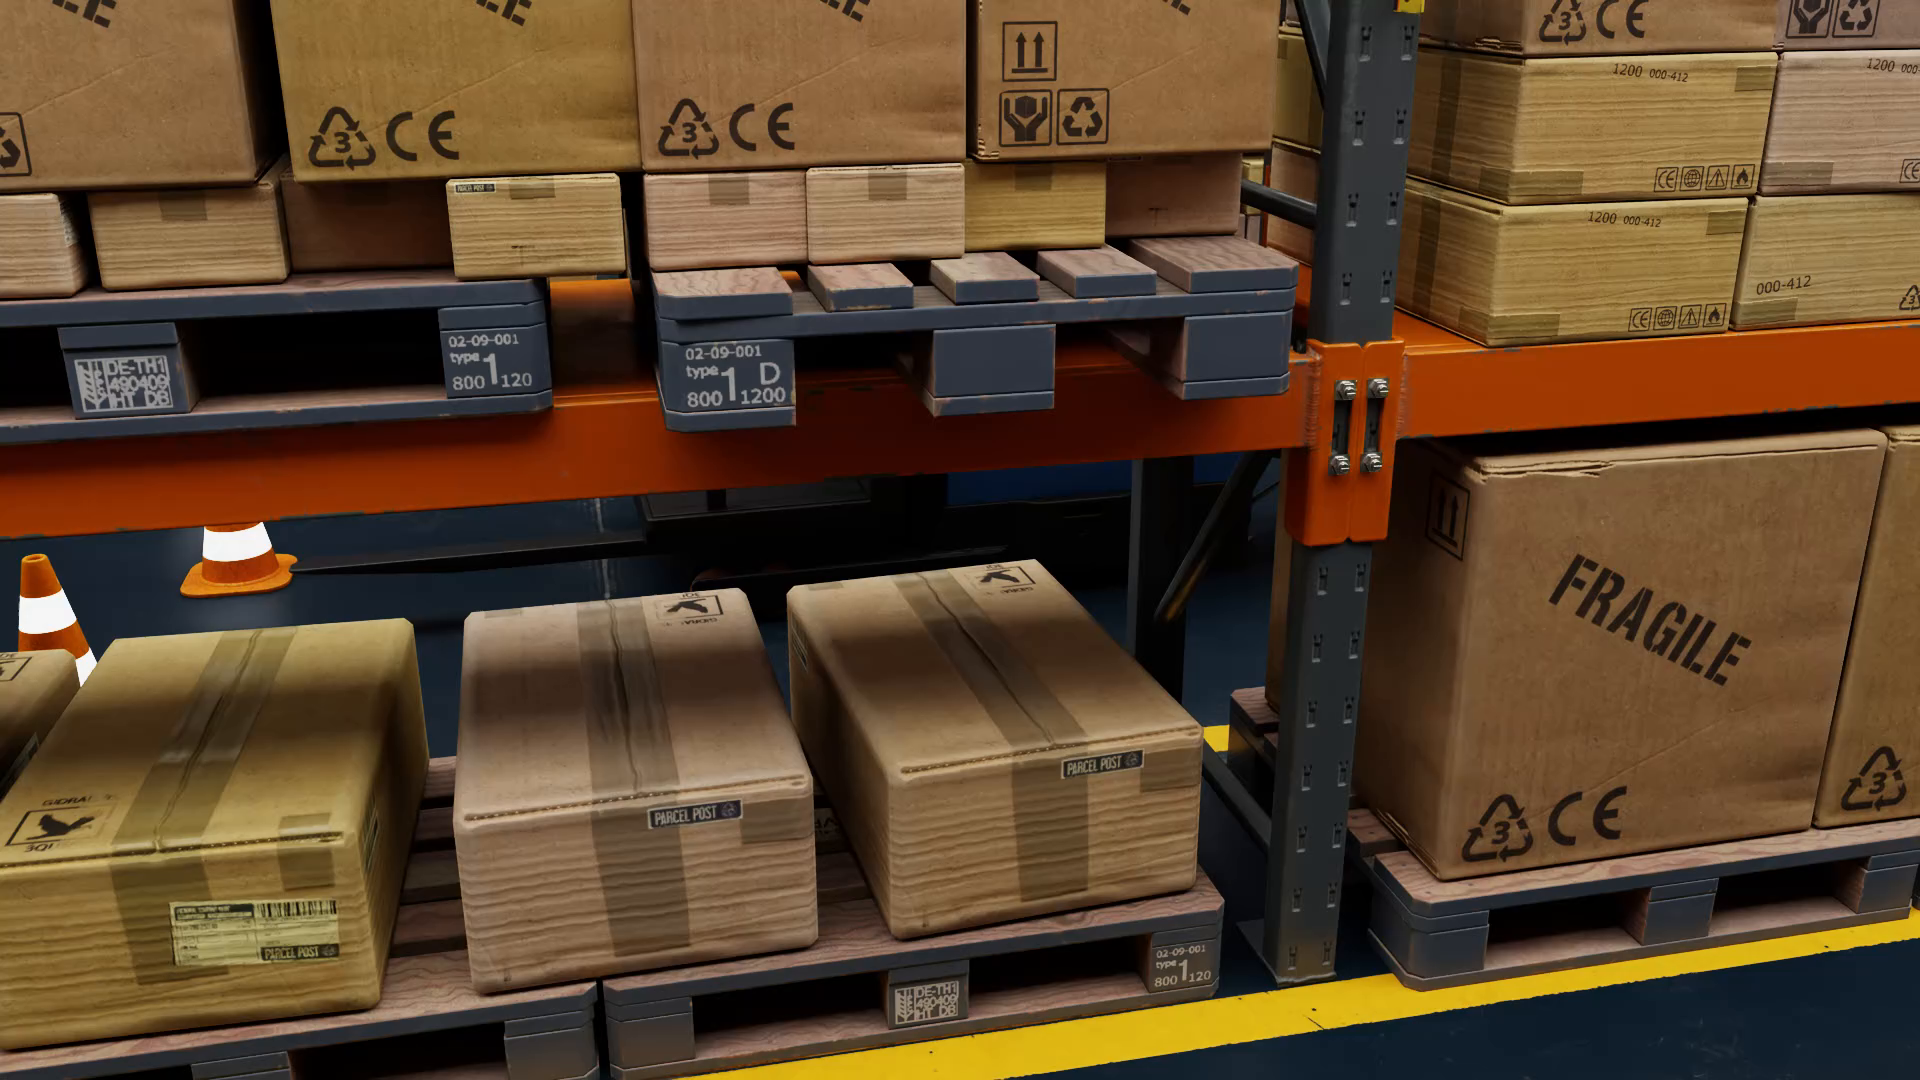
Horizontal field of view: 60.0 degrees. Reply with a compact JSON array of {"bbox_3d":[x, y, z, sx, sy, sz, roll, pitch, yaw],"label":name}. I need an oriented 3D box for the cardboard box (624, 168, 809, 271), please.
[{"bbox_3d":[-0.405,-0.554,2.721,0.250,0.149,0.380,-6,21,-15],"label":"cardboard box"}]

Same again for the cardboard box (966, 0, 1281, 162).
[{"bbox_3d":[0.208,-0.932,2.809,0.500,0.500,0.500,-5,21,-14],"label":"cardboard box"}]

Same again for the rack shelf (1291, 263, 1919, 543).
[{"bbox_3d":[2.533,-0.498,3.858,4.000,0.370,1.077,-5,21,-12],"label":"rack shelf"}]

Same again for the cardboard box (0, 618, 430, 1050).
[{"bbox_3d":[-1.421,0.520,3.243,0.625,0.372,0.950,-4,20,-11],"label":"cardboard box"}]

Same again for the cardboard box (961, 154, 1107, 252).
[{"bbox_3d":[0.077,-0.606,2.863,0.250,0.149,0.380,-4,21,-12],"label":"cardboard box"}]

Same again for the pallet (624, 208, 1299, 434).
[{"bbox_3d":[-0.083,-0.495,3.084,1.003,0.211,1.213,-5,21,-12],"label":"pallet"}]

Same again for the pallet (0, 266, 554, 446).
[{"bbox_3d":[-1.331,-0.417,2.870,1.213,0.211,1.003,-5,21,-12],"label":"pallet"}]

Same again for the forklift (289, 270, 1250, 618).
[{"bbox_3d":[-0.608,-1.320,5.157,3.031,2.935,1.130,-5,21,-14],"label":"forklift"}]

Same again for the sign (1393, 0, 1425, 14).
[{"bbox_3d":[0.720,-1.003,2.623,0.005,0.325,0.100,-5,21,-12],"label":"sign"}]

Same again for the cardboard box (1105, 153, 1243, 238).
[{"bbox_3d":[0.321,-0.652,2.987,0.250,0.149,0.380,-4,20,-10],"label":"cardboard box"}]

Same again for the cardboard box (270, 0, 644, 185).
[{"bbox_3d":[-0.784,-0.847,2.577,0.500,0.500,0.500,-6,21,-16],"label":"cardboard box"}]

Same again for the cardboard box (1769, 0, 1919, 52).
[{"bbox_3d":[1.603,-1.193,3.112,0.500,0.500,0.500,-5,21,-12],"label":"cardboard box"}]

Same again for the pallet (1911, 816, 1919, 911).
[{"bbox_3d":[2.556,0.500,4.143,1.213,0.211,1.003,-5,21,-12],"label":"pallet"}]

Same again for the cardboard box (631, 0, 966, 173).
[{"bbox_3d":[-0.293,-0.887,2.687,0.500,0.500,0.500,-5,21,-13],"label":"cardboard box"}]

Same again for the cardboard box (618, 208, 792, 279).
[{"bbox_3d":[-1.264,-1.449,8.069,0.750,0.750,1.050,-5,21,-13],"label":"cardboard box"}]

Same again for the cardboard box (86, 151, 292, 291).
[{"bbox_3d":[-1.168,-0.502,2.580,0.250,0.149,0.380,-5,21,-14],"label":"cardboard box"}]

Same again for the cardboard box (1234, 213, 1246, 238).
[{"bbox_3d":[1.083,-1.403,8.308,0.500,0.500,0.500,-5,21,-14],"label":"cardboard box"}]

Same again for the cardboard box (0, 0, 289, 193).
[{"bbox_3d":[-1.315,-0.804,2.460,0.500,0.500,0.500,-6,21,-15],"label":"cardboard box"}]

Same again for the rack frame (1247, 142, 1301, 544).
[{"bbox_3d":[1.084,-1.023,5.555,0.015,2.100,0.400,13,24,31],"label":"rack frame"}]

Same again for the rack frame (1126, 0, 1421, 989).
[{"bbox_3d":[0.586,-0.677,3.302,0.127,3.000,1.000,-5,21,-12],"label":"rack frame"}]

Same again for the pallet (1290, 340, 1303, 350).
[{"bbox_3d":[1.295,-1.173,8.711,1.213,0.211,1.003,-5,21,-12],"label":"pallet"}]

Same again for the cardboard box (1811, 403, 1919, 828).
[{"bbox_3d":[2.147,0.027,3.857,0.875,0.875,0.875,-4,21,-12],"label":"cardboard box"}]

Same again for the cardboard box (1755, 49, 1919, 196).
[{"bbox_3d":[1.639,-0.839,3.236,0.500,0.250,0.500,-4,21,-11],"label":"cardboard box"}]

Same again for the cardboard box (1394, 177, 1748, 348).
[{"bbox_3d":[1.120,-0.561,3.204,0.500,0.250,0.500,-5,21,-13],"label":"cardboard box"}]

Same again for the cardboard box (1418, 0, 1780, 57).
[{"bbox_3d":[1.122,-1.151,2.996,0.500,0.500,0.500,-5,21,-14],"label":"cardboard box"}]

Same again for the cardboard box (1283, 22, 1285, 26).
[{"bbox_3d":[1.374,-2.499,8.030,0.250,0.149,0.380,-5,21,-14],"label":"cardboard box"}]

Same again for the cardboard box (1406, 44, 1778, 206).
[{"bbox_3d":[1.136,-0.799,3.126,0.500,0.250,0.500,-5,21,-13],"label":"cardboard box"}]

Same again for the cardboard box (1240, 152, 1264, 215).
[{"bbox_3d":[1.560,-1.792,8.278,0.500,0.250,0.500,-6,21,-15],"label":"cardboard box"}]

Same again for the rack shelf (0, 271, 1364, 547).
[{"bbox_3d":[-1.360,-0.181,2.994,4.000,0.370,1.077,-5,21,-12],"label":"rack shelf"}]

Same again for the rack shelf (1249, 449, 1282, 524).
[{"bbox_3d":[1.289,-0.307,5.676,0.480,0.518,0.431,13,24,31],"label":"rack shelf"}]

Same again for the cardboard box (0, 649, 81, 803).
[{"bbox_3d":[-2.098,0.576,3.092,0.625,0.372,0.950,-3,20,-9],"label":"cardboard box"}]

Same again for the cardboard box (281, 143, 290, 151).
[{"bbox_3d":[-1.088,-0.680,3.065,0.250,0.149,0.380,-4,20,-10],"label":"cardboard box"}]

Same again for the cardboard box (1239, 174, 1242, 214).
[{"bbox_3d":[1.054,-1.750,8.165,0.500,0.250,0.500,-4,21,-12],"label":"cardboard box"}]

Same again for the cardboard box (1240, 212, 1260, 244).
[{"bbox_3d":[1.580,-1.444,8.418,0.500,0.500,0.500,-5,21,-14],"label":"cardboard box"}]

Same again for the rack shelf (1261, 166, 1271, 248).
[{"bbox_3d":[1.289,-0.965,5.435,0.480,0.518,0.431,13,24,31],"label":"rack shelf"}]

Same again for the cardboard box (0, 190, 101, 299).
[{"bbox_3d":[-1.421,-0.472,2.496,0.250,0.149,0.380,-4,20,-10],"label":"cardboard box"}]

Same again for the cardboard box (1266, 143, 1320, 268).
[{"bbox_3d":[1.019,-0.734,3.674,0.500,0.250,0.500,-5,21,-14],"label":"cardboard box"}]

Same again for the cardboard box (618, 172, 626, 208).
[{"bbox_3d":[-0.605,-0.761,3.285,0.250,0.149,0.380,-5,21,-12],"label":"cardboard box"}]

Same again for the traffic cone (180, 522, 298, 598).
[{"bbox_3d":[-2.370,-0.094,5.398,0.334,0.463,0.336,-5,21,-12],"label":"traffic cone"}]

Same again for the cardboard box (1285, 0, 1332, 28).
[{"bbox_3d":[1.029,-1.322,3.464,0.500,0.500,0.500,-5,21,-14],"label":"cardboard box"}]

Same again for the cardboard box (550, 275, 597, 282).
[{"bbox_3d":[-2.114,-1.378,7.877,0.750,0.750,1.050,-4,21,-12],"label":"cardboard box"}]

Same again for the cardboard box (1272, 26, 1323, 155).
[{"bbox_3d":[0.999,-0.965,3.579,0.500,0.250,0.500,-5,21,-13],"label":"cardboard box"}]

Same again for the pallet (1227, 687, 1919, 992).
[{"bbox_3d":[1.371,0.595,3.883,1.213,0.211,1.003,-5,21,-12],"label":"pallet"}]

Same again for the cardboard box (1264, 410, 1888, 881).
[{"bbox_3d":[1.278,0.097,3.669,0.875,0.875,0.875,-5,21,-13],"label":"cardboard box"}]

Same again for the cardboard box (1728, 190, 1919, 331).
[{"bbox_3d":[1.616,-0.608,3.331,0.500,0.250,0.500,-5,21,-14],"label":"cardboard box"}]

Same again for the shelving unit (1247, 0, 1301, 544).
[{"bbox_3d":[1.289,-0.978,5.431,0.503,2.100,0.431,13,24,31],"label":"shelving unit"}]

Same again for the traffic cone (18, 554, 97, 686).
[{"bbox_3d":[-2.422,0.264,4.421,0.334,0.463,0.336,-5,21,-12],"label":"traffic cone"}]

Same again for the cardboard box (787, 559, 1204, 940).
[{"bbox_3d":[0.034,0.401,3.569,0.625,0.372,0.950,-6,21,-16],"label":"cardboard box"}]

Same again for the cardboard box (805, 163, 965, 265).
[{"bbox_3d":[-0.158,-0.571,2.768,0.250,0.149,0.380,-5,21,-13],"label":"cardboard box"}]

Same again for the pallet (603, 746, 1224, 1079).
[{"bbox_3d":[-0.175,0.694,3.614,1.213,0.211,1.003,-5,21,-12],"label":"pallet"}]

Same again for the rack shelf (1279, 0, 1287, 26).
[{"bbox_3d":[1.289,-1.622,5.194,0.480,0.518,0.431,13,24,31],"label":"rack shelf"}]

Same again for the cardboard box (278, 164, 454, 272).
[{"bbox_3d":[-0.943,-0.550,2.709,0.250,0.149,0.380,-4,21,-12],"label":"cardboard box"}]

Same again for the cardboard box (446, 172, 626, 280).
[{"bbox_3d":[-0.669,-0.527,2.648,0.250,0.149,0.380,-4,21,-12],"label":"cardboard box"}]

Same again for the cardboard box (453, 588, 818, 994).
[{"bbox_3d":[-0.682,0.462,3.402,0.625,0.372,0.950,-5,21,-14],"label":"cardboard box"}]

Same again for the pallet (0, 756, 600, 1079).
[{"bbox_3d":[-1.359,0.789,3.354,1.213,0.211,1.003,-5,21,-12],"label":"pallet"}]

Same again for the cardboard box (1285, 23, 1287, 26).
[{"bbox_3d":[1.634,-2.520,8.088,0.250,0.149,0.380,-4,20,-10],"label":"cardboard box"}]
